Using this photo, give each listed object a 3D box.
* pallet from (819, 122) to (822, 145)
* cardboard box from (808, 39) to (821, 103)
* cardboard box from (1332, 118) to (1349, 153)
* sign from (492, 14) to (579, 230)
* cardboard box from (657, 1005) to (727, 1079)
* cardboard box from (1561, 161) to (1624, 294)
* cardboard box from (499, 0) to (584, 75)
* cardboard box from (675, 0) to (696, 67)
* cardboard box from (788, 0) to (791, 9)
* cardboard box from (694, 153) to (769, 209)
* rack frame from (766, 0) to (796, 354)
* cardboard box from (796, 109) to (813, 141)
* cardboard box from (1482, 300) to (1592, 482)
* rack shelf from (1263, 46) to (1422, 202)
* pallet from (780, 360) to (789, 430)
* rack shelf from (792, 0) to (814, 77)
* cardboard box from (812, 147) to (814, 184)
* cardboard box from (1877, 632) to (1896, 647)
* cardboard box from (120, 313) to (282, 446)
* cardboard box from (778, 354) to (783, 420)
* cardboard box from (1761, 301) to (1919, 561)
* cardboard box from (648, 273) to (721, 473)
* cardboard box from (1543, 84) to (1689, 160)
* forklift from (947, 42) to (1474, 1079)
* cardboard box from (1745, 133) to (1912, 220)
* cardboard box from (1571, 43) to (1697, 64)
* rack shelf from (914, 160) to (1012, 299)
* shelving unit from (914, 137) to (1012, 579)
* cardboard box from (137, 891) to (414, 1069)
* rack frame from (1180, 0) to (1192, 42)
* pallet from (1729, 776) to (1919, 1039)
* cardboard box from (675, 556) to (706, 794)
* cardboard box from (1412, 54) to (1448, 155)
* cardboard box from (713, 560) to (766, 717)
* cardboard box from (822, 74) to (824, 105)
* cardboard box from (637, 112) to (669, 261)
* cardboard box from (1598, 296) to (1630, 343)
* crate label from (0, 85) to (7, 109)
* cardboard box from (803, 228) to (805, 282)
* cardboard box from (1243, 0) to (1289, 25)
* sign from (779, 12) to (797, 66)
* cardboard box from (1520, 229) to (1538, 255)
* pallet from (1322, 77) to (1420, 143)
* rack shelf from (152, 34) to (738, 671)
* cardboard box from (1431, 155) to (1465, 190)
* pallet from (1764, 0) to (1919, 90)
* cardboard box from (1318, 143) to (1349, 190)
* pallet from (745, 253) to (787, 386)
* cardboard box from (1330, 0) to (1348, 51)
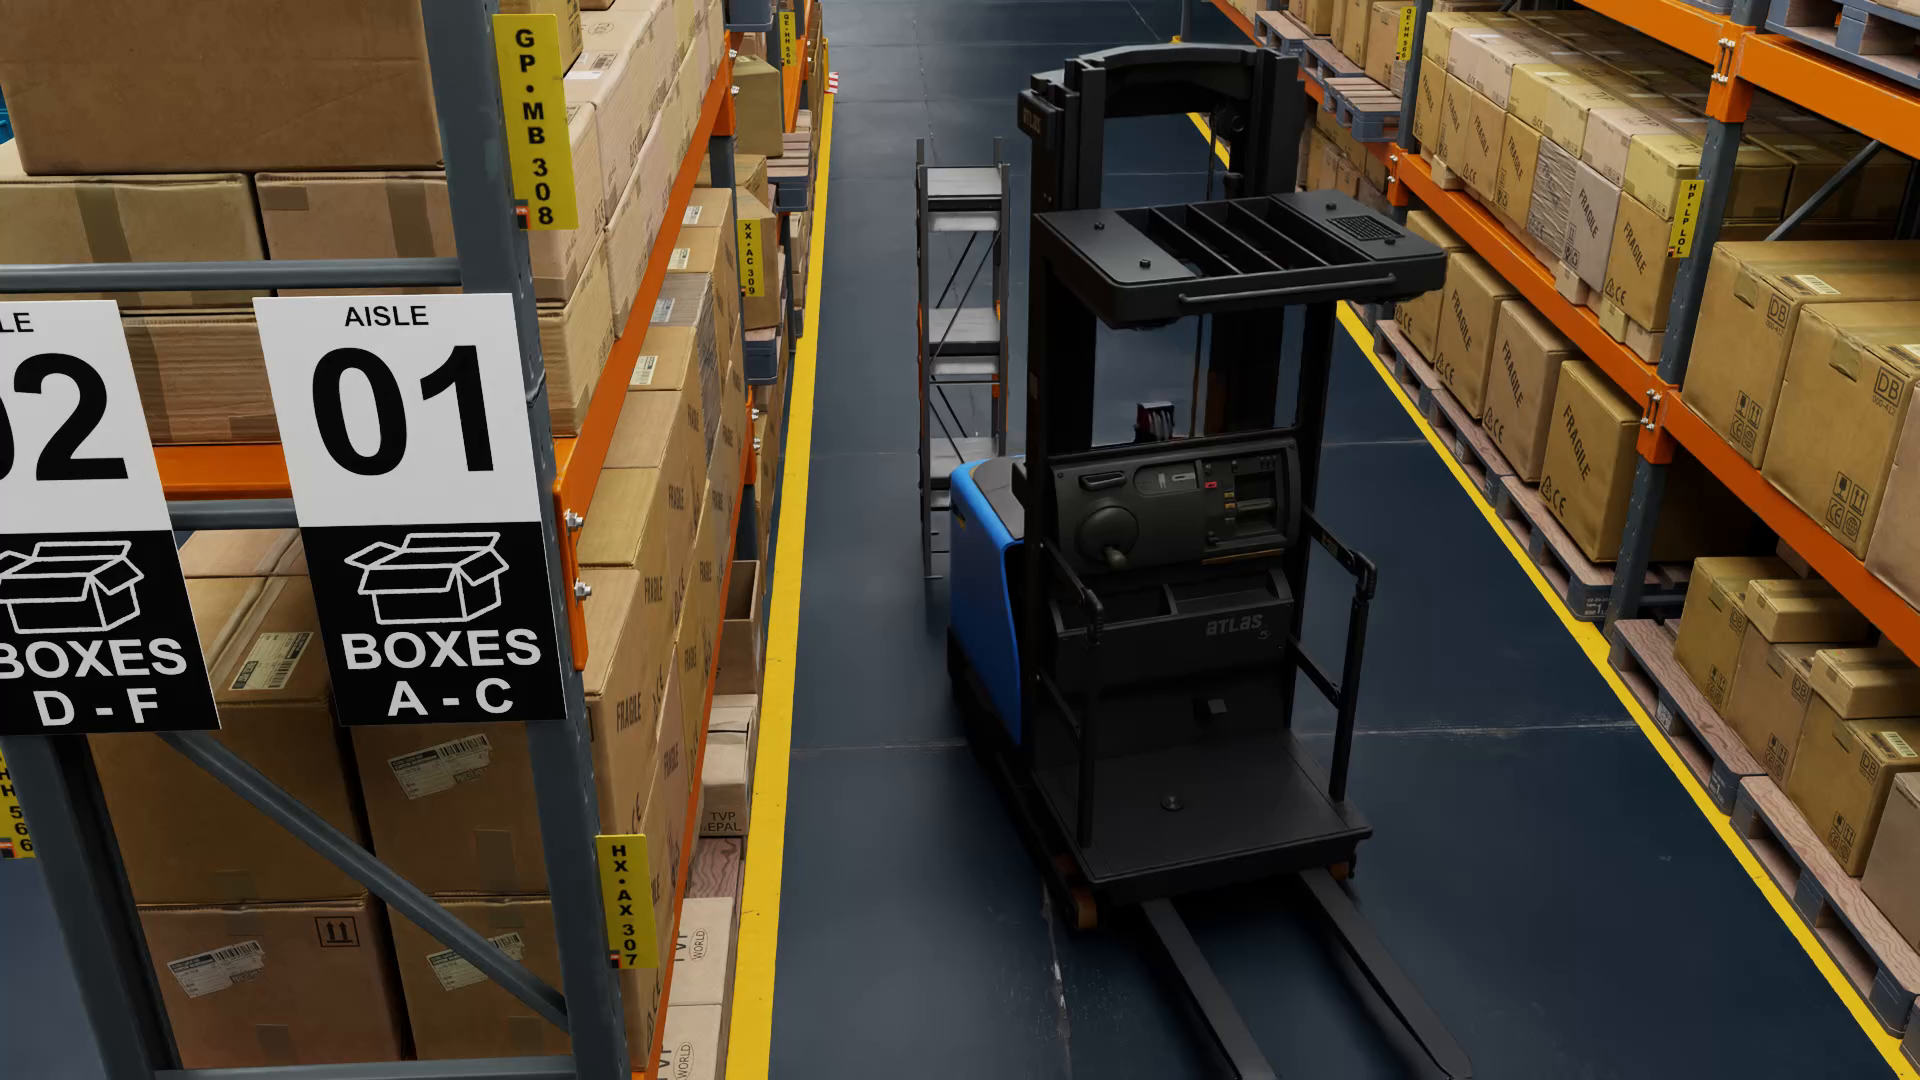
[{"bbox_3d":[-1.881,-4.138,16.455,1.003,0.211,1.213,-1,28,-3],"label":"pallet"},{"bbox_3d":[-1.578,-4.424,15.697,0.500,0.500,0.500,-1,28,-3],"label":"cardboard box"},{"bbox_3d":[3.245,-3.199,13.056,0.500,0.250,0.500,-2,28,-4],"label":"cardboard box"},{"bbox_3d":[-0.646,-0.630,2.525,0.100,0.325,0.005,-1,28,-3],"label":"sign"},{"bbox_3d":[-0.959,1.636,4.867,0.500,0.250,0.500,-1,28,-3],"label":"cardboard box"},{"bbox_3d":[3.238,-1.495,7.922,0.500,0.500,0.500,-1,28,-2],"label":"cardboard box"},{"bbox_3d":[-1.173,-1.187,3.349,0.700,0.500,0.500,-1,28,-3],"label":"cardboard box"},{"bbox_3d":[-1.054,-1.552,4.859,0.500,0.250,0.500,-1,28,-3],"label":"cardboard box"},{"bbox_3d":[-1.878,-4.934,14.857,0.700,0.500,0.500,-2,28,-3],"label":"cardboard box"},{"bbox_3d":[-1.297,-1.517,7.853,0.700,0.500,0.500,3,28,5],"label":"cardboard box"},{"bbox_3d":[-1.606,-2.594,10.479,1.000,3.000,0.127,-1,28,-3],"label":"rack frame"},{"bbox_3d":[-1.507,-3.477,14.085,0.500,0.311,0.500,-1,28,-3],"label":"cardboard box"},{"bbox_3d":[3.337,-0.808,8.927,0.750,0.750,0.750,-1,28,-1],"label":"cardboard box"},{"bbox_3d":[3.237,-3.320,12.649,1.077,0.370,4.000,-1,28,-3],"label":"rack shelf"},{"bbox_3d":[-1.604,-1.012,10.462,1.003,0.211,1.213,-1,28,-3],"label":"pallet"},{"bbox_3d":[-1.919,-5.046,15.959,1.077,0.370,4.000,-1,28,-3],"label":"rack shelf"},{"bbox_3d":[-1.503,-3.224,14.206,0.500,0.250,0.500,-2,28,-3],"label":"cardboard box"},{"bbox_3d":[3.721,0.408,6.272,0.380,0.149,0.250,-2,28,-4],"label":"cardboard box"},{"bbox_3d":[-1.478,-0.394,3.180,0.500,0.250,0.500,-1,28,-3],"label":"cardboard box"},{"bbox_3d":[-1.296,-1.015,9.680,0.500,0.500,0.500,-2,28,-5],"label":"cardboard box"},{"bbox_3d":[3.595,-0.413,5.973,0.980,0.700,0.700,-2,28,-4],"label":"cardboard box"},{"bbox_3d":[-1.056,-0.538,5.348,0.500,0.500,0.500,-1,28,-2],"label":"cardboard box"},{"bbox_3d":[3.226,-2.067,8.207,0.500,0.250,0.500,-1,28,-2],"label":"cardboard box"},{"bbox_3d":[0.840,-0.083,5.740,1.130,2.935,3.031,-8,28,-14],"label":"forklift"},{"bbox_3d":[3.786,-1.604,7.320,0.500,0.250,0.500,-1,28,-1],"label":"cardboard box"},{"bbox_3d":[3.671,-2.553,9.140,0.500,0.250,0.500,-2,28,-4],"label":"cardboard box"},{"bbox_3d":[0.009,-1.463,7.800,0.431,0.518,0.480,-1,28,-3],"label":"rack shelf"},{"bbox_3d":[0.009,-0.855,8.118,0.431,2.100,0.503,-1,28,-3],"label":"shelving unit"},{"bbox_3d":[-1.483,0.856,3.757,0.500,0.500,0.500,-1,28,-1],"label":"cardboard box"},{"bbox_3d":[2.923,-6.410,17.796,1.000,3.000,0.127,-1,28,-3],"label":"rack frame"},{"bbox_3d":[3.578,1.286,6.055,1.003,0.211,1.213,-1,28,-3],"label":"pallet"},{"bbox_3d":[-1.003,0.375,4.679,0.500,0.500,0.500,-1,28,-3],"label":"cardboard box"},{"bbox_3d":[3.111,-2.670,10.174,0.500,0.500,0.500,-1,28,-1],"label":"cardboard box"},{"bbox_3d":[-1.084,0.423,6.923,0.500,0.500,0.500,-1,28,-3],"label":"cardboard box"},{"bbox_3d":[-1.634,-4.553,16.756,0.500,0.250,0.500,-1,28,-3],"label":"cardboard box"},{"bbox_3d":[-1.002,-0.868,4.090,0.500,0.250,0.500,-1,28,-3],"label":"cardboard box"},{"bbox_3d":[3.213,-1.031,7.732,0.380,0.149,0.250,-1,28,-2],"label":"cardboard box"},{"bbox_3d":[-6.334,-2.957,11.138,0.502,0.435,0.616,-1,28,-3],"label":"crate label"},{"bbox_3d":[-1.367,-2.042,11.941,0.500,0.250,0.500,-2,28,-4],"label":"cardboard box"},{"bbox_3d":[2.805,-4.716,14.689,0.500,0.250,0.500,-1,28,-3],"label":"cardboard box"},{"bbox_3d":[-1.064,-3.090,10.264,0.100,0.325,0.005,-1,28,-3],"label":"sign"},{"bbox_3d":[3.225,-1.625,8.873,0.380,0.149,0.250,-1,28,-1],"label":"cardboard box"},{"bbox_3d":[3.197,-2.957,11.383,1.213,0.211,1.003,-1,28,-3],"label":"pallet"},{"bbox_3d":[-1.292,-0.834,4.640,1.077,0.370,4.000,-1,28,-3],"label":"rack shelf"},{"bbox_3d":[3.061,-2.214,10.001,0.380,0.149,0.250,-1,28,-1],"label":"cardboard box"},{"bbox_3d":[3.582,-1.780,5.772,1.003,0.211,1.213,-1,28,-3],"label":"pallet"},{"bbox_3d":[3.251,-2.836,13.170,0.700,0.500,0.500,-1,28,-2],"label":"cardboard box"},{"bbox_3d":[-1.330,-1.033,7.695,1.003,0.211,1.213,-1,28,-3],"label":"pallet"},{"bbox_3d":[3.212,-4.004,12.600,0.700,0.500,0.500,2,28,4],"label":"cardboard box"}]
